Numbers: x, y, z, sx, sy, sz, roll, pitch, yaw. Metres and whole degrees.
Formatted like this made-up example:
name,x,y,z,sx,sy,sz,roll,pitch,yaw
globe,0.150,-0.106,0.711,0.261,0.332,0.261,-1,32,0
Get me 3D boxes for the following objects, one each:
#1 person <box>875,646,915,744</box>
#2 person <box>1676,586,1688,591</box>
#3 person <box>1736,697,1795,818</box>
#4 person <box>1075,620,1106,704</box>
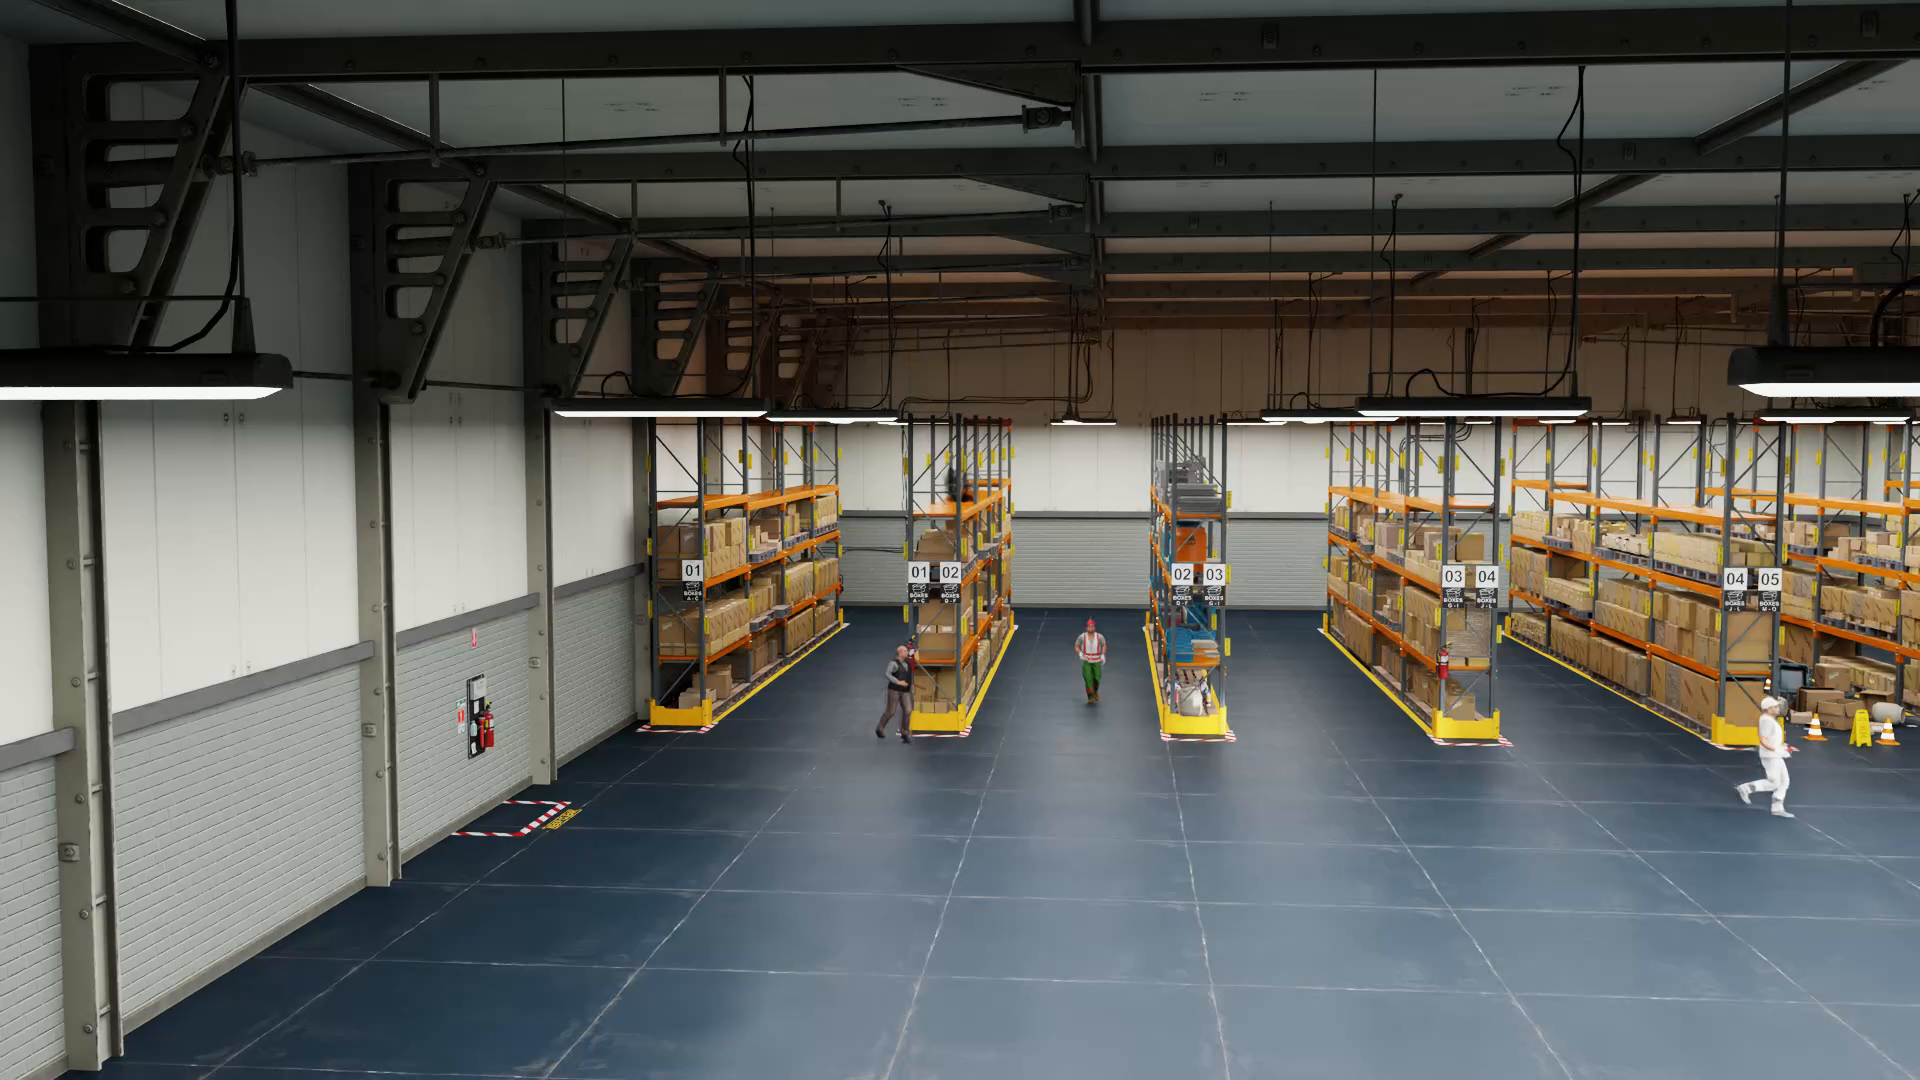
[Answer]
name,x,y,z,sx,sy,sz,roll,pitch,yaw
person,-1.082,2.814,30.469,0.713,1.748,0.799,-4,5,-44
person,20.433,1.754,46.957,0.547,1.633,0.571,0,4,-4
person,11.921,3.197,24.565,0.785,1.759,0.657,2,4,31
person,2.705,2.528,34.431,0.661,1.746,0.572,0,4,2
